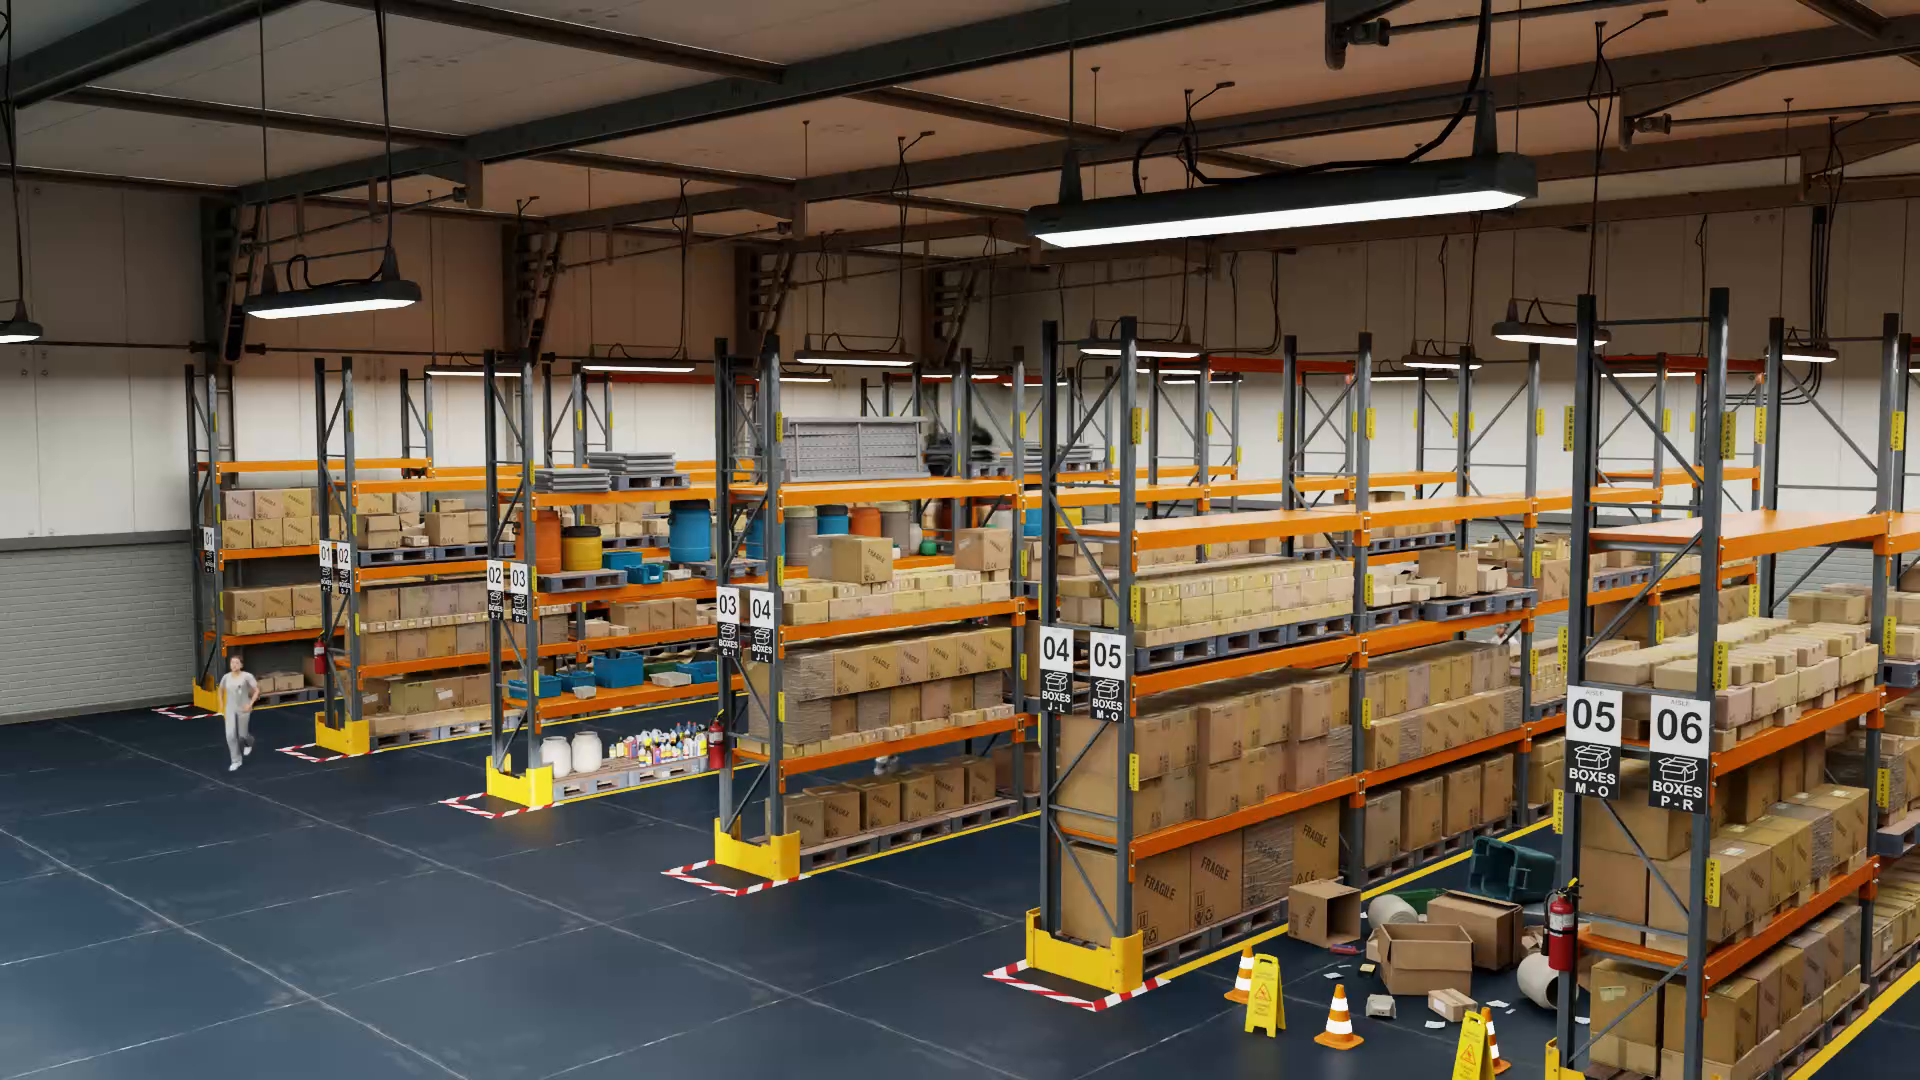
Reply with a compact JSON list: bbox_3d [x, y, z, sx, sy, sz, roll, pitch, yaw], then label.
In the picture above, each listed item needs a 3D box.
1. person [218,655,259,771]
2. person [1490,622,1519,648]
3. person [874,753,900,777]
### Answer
[{"bbox_3d":[-10.560,2.493,24.360,0.591,1.653,0.762,-1,4,-8],"label":"person"},{"bbox_3d":[9.195,2.172,28.231,0.624,1.653,0.599,3,5,37],"label":"person"},{"bbox_3d":[-1.075,2.465,23.180,0.644,1.806,0.915,3,5,31],"label":"person"}]
